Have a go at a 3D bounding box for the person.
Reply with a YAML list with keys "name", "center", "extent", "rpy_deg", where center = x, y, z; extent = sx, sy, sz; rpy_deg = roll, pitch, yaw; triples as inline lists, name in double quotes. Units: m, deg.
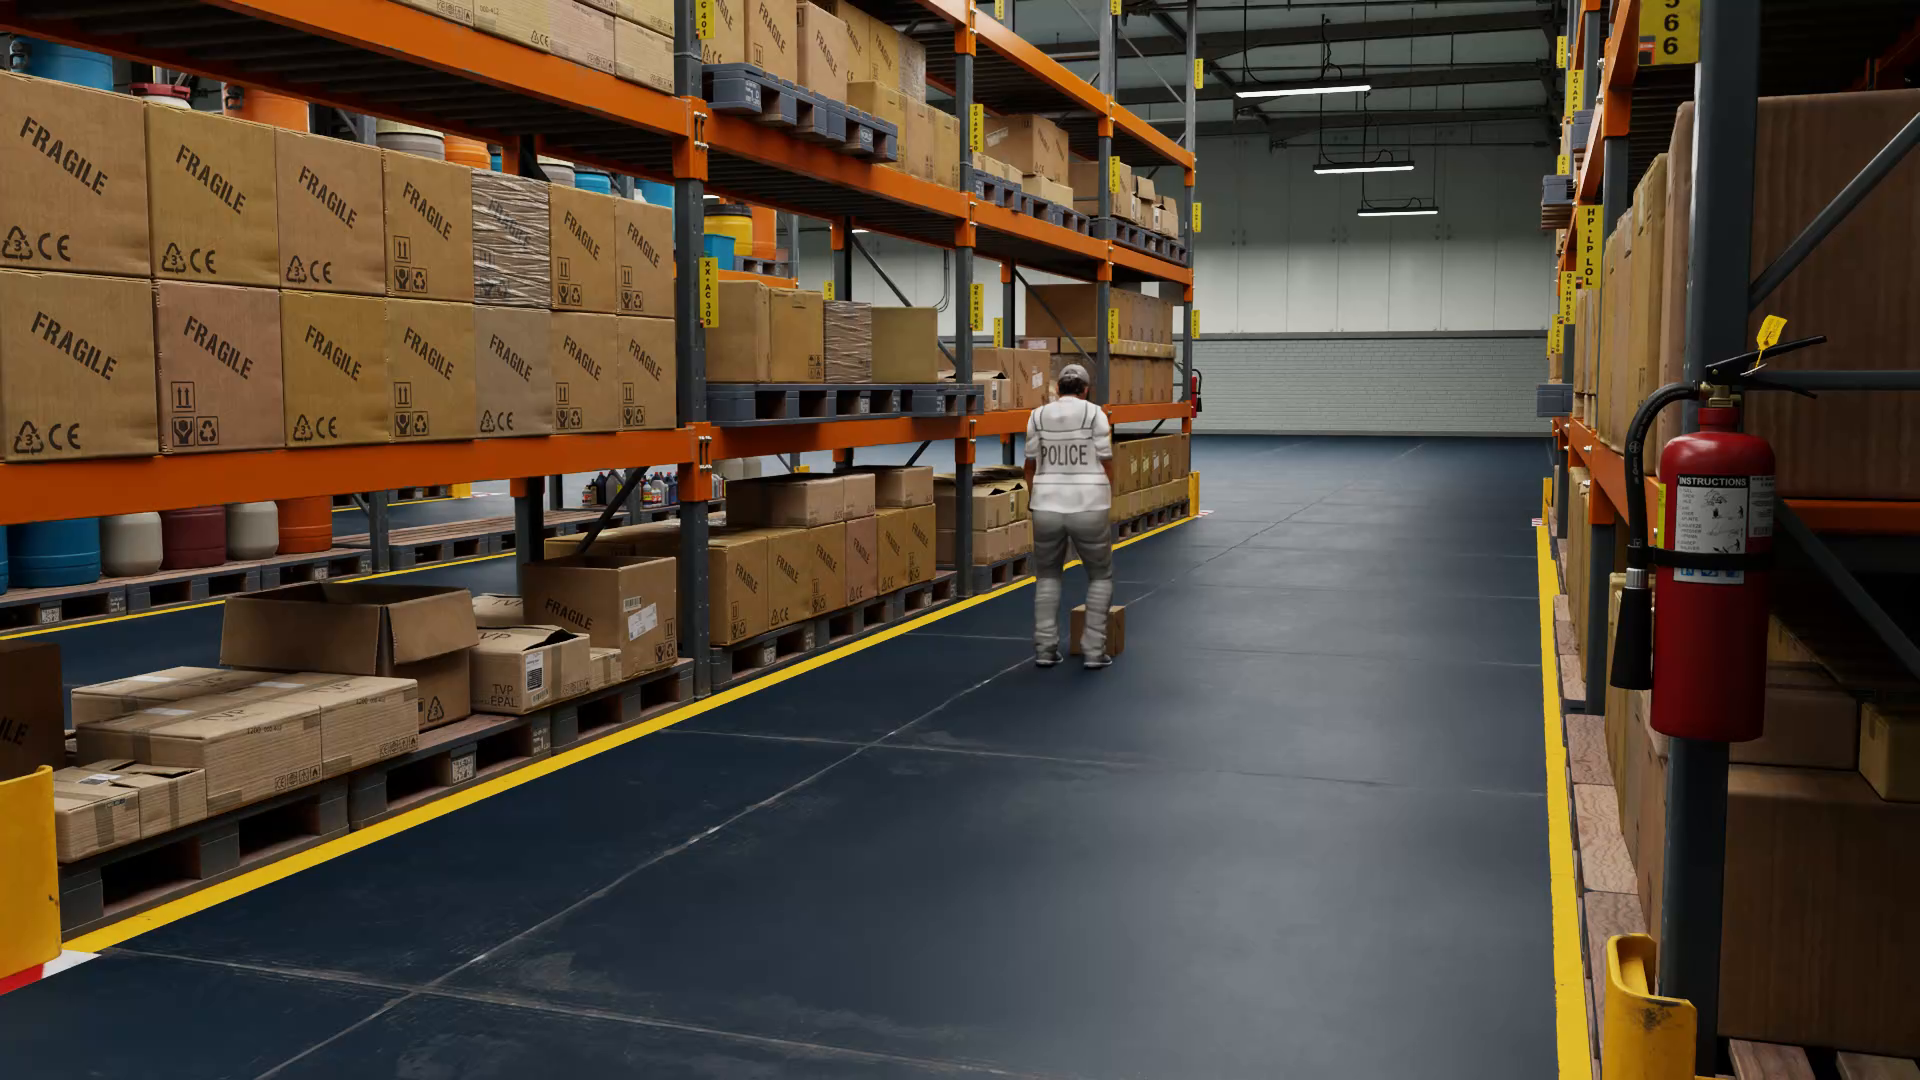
- name: "person"
  center: [0.589, -0.044, 8.962]
  extent: [0.534, 1.315, 0.728]
  rpy_deg: [2, 6, 19]
